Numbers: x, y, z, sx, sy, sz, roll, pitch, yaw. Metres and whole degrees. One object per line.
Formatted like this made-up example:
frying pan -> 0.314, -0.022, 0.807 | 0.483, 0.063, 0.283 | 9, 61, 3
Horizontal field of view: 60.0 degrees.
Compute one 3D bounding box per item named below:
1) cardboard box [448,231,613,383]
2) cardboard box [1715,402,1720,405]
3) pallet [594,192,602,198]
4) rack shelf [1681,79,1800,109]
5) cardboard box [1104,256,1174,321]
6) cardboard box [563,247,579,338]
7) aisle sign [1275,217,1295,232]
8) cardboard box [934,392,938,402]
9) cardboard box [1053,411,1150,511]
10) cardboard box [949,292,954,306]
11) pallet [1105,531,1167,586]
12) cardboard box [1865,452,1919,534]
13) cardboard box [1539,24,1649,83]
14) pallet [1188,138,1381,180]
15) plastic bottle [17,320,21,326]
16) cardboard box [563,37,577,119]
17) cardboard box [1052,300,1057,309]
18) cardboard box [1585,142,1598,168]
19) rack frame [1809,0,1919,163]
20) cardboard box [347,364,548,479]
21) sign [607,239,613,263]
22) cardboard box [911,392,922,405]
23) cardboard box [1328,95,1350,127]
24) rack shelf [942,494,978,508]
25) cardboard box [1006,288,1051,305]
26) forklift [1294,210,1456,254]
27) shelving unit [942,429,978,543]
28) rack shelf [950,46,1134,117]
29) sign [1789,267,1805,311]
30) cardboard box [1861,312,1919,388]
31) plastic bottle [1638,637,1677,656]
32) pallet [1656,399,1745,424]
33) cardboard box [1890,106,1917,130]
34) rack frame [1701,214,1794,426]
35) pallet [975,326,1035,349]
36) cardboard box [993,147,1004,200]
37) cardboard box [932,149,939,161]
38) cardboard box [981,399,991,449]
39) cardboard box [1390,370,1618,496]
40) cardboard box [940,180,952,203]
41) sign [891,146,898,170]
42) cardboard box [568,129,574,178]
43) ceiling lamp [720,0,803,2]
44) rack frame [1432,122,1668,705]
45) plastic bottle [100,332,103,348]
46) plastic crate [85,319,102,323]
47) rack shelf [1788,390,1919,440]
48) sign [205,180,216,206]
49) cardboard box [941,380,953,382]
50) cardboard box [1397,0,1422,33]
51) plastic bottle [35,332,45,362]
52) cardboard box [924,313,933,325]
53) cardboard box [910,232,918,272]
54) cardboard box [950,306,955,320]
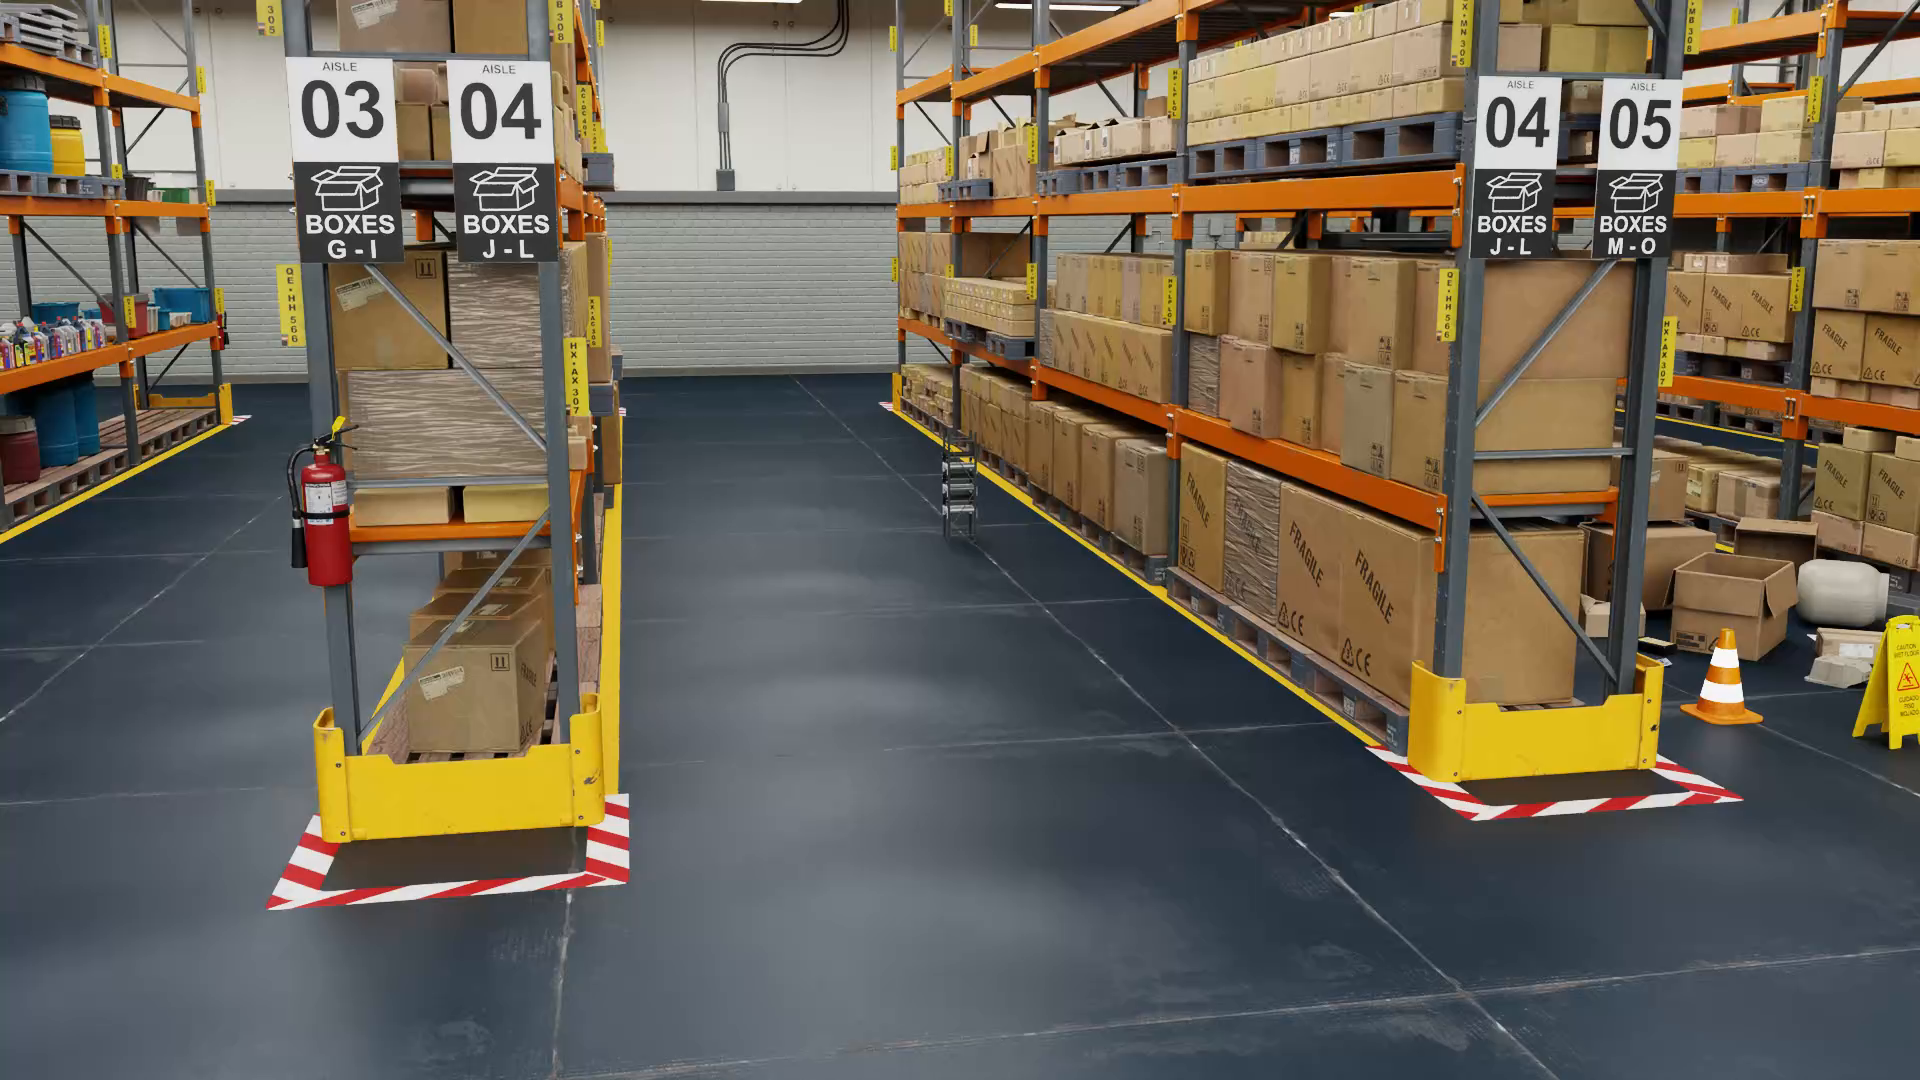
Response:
cardboard box -> -2.931, -1.621, 11.462 | 1.000, 1.000, 1.000 | -2, 11, -11
cardboard box -> 10.222, -1.993, 22.213 | 0.500, 0.311, 0.500 | -2, 11, -9
pallet -> -3.869, -3.199, 14.966 | 1.213, 0.211, 1.003 | -2, 11, -8
rack shelf -> 9.730, -5.937, 22.753 | 1.077, 0.370, 4.000 | -2, 11, -11
cardboard box -> 1.572, -2.041, 13.458 | 0.700, 0.500, 0.500 | -2, 11, -12
cardboard box -> -2.066, -1.124, 7.845 | 0.500, 0.500, 0.500 | -2, 11, -11
aisle sign -> 4.763, -4.832, 24.107 | 0.394, 0.787, 0.004 | -2, 11, -11
cardboard box -> -0.114, -1.789, 20.781 | 0.380, 0.149, 0.250 | -2, 11, -10
cardboard box -> 1.397, -0.690, 14.195 | 1.050, 0.750, 0.750 | -2, 11, -10
cardboard box -> 0.093, -2.691, 18.563 | 0.380, 0.149, 0.250 | -2, 11, -12
pallet -> 1.747, 0.100, 12.605 | 1.003, 0.211, 1.213 | -2, 11, -11
cardboard box -> 6.772, -0.337, 11.672 | 0.500, 0.500, 0.500 | -2, 11, -9
cardboard box -> 2.907, -2.296, 7.932 | 0.500, 0.250, 0.500 | -2, 11, -11
pallet -> 2.120, -2.410, 10.552 | 1.003, 0.211, 1.213 | -2, 11, -11
plastic bottle -> -9.675, -2.116, 17.103 | 0.061, 0.283, 0.133 | -2, 11, -11
cardboard box -> -2.576, -2.810, 10.015 | 0.500, 0.500, 0.500 | -2, 11, -13
cardboard box -> 1.137, -2.334, 16.690 | 0.380, 0.149, 0.250 | -2, 11, -11
cardboard box -> 6.203, -3.411, 15.307 | 0.700, 0.500, 0.500 | -2, 11, -11
rack frame -> 6.807, -4.276, 12.097 | 1.000, 3.000, 0.127 | -2, 11, -11
cardboard box -> -2.216, -0.532, 7.408 | 0.875, 0.500, 0.500 | -2, 11, -11
sign -> -4.713, -3.872, 22.288 | 0.100, 0.325, 0.005 | -2, 11, -11
cardboard box -> -0.447, -1.888, 22.098 | 0.380, 0.149, 0.250 | -2, 11, -10
cardboard box -> 2.154, -2.238, 8.692 | 0.380, 0.149, 0.250 | -2, 11, -12
rack shelf -> -0.002, -0.322, 13.643 | 0.258, 0.077, 0.200 | -2, 11, -11
cardboard box -> 0.648, -2.313, 15.783 | 0.380, 0.149, 0.250 | -3, 11, -13
forklift -> 3.264, -1.387, 13.144 | 1.130, 2.935, 3.031 | -2, 11, -11
shelving unit -> -0.002, -0.444, 13.620 | 0.258, 0.900, 0.210 | -2, 11, -11
rack shelf -> 0.804, -4.628, 16.940 | 1.077, 0.370, 4.000 | -2, 11, -11
sign -> 6.263, -1.877, 12.440 | 0.100, 0.325, 0.005 | -2, 11, -11
cardboard box -> 6.740, -1.342, 11.664 | 0.500, 0.500, 0.500 | -2, 11, -11
plastic bottle -> 4.218, 0.642, 10.158 | 0.133, 0.061, 0.283 | -6, 13, -31
pallet -> 9.986, -1.734, 22.242 | 1.003, 0.211, 1.213 | -2, 11, -11
cardboard box -> 6.670, -2.906, 11.459 | 0.380, 0.149, 0.250 | -2, 11, -13
rack frame -> 10.119, -2.978, 21.319 | 1.000, 3.000, 0.127 | -2, 11, -11
pallet -> 0.768, -2.132, 17.387 | 1.003, 0.211, 1.213 | -2, 11, -11
cardboard box -> 0.629, -3.666, 16.643 | 0.500, 0.500, 0.500 | -2, 11, -11
cardboard box -> -0.125, -4.678, 20.225 | 0.380, 0.149, 0.250 | -3, 11, -13
cardboard box -> 0.518, -1.239, 17.744 | 0.500, 0.500, 0.500 | -2, 11, -10
cardboard box -> 2.632, -0.537, 8.095 | 0.875, 0.550, 0.550 | -2, 11, -11
cardboard box -> 0.055, -4.078, 19.479 | 0.500, 0.250, 0.500 | -2, 11, -10
sign -> -0.895, -5.215, 22.712 | 0.100, 0.325, 0.005 | -2, 11, -11
cardboard box -> -2.281, -2.014, 8.632 | 0.500, 0.250, 0.500 | -2, 11, -9
ceiling lamp -> -3.283, -9.569, 24.292 | 2.000, 3.185, 0.800 | -2, 11, -11
rack frame -> 2.749, -0.397, 7.760 | 1.000, 3.000, 0.127 | -2, 11, -11
plastic bottle -> -8.885, -2.078, 17.121 | 0.097, 0.201, 0.097 | 0, 11, 0
plastic crate -> -9.962, -2.464, 19.167 | 0.293, 0.136, 0.466 | -2, 11, -11
rack shelf -> 7.196, -0.609, 10.798 | 1.077, 0.370, 4.000 | -2, 11, -11
sign -> -9.570, -4.435, 21.232 | 0.100, 0.325, 0.005 | -2, 11, -11
cardboard box -> -0.027, -1.893, 20.531 | 0.380, 0.149, 0.250 | -2, 11, -9
cardboard box -> 2.303, -2.490, 7.881 | 0.380, 0.149, 0.250 | -2, 11, -11
plastic bottle -> -8.538, -1.784, 15.393 | 0.097, 0.271, 0.097 | 0, 11, 0
cardboard box -> -0.245, -2.803, 21.070 | 0.380, 0.149, 0.250 | -2, 11, -10
cardboard box -> -0.352, -3.737, 21.574 | 0.500, 0.500, 0.500 | -2, 11, -12
cardboard box -> 0.100, -2.541, 18.574 | 0.380, 0.149, 0.250 | -2, 11, -10
